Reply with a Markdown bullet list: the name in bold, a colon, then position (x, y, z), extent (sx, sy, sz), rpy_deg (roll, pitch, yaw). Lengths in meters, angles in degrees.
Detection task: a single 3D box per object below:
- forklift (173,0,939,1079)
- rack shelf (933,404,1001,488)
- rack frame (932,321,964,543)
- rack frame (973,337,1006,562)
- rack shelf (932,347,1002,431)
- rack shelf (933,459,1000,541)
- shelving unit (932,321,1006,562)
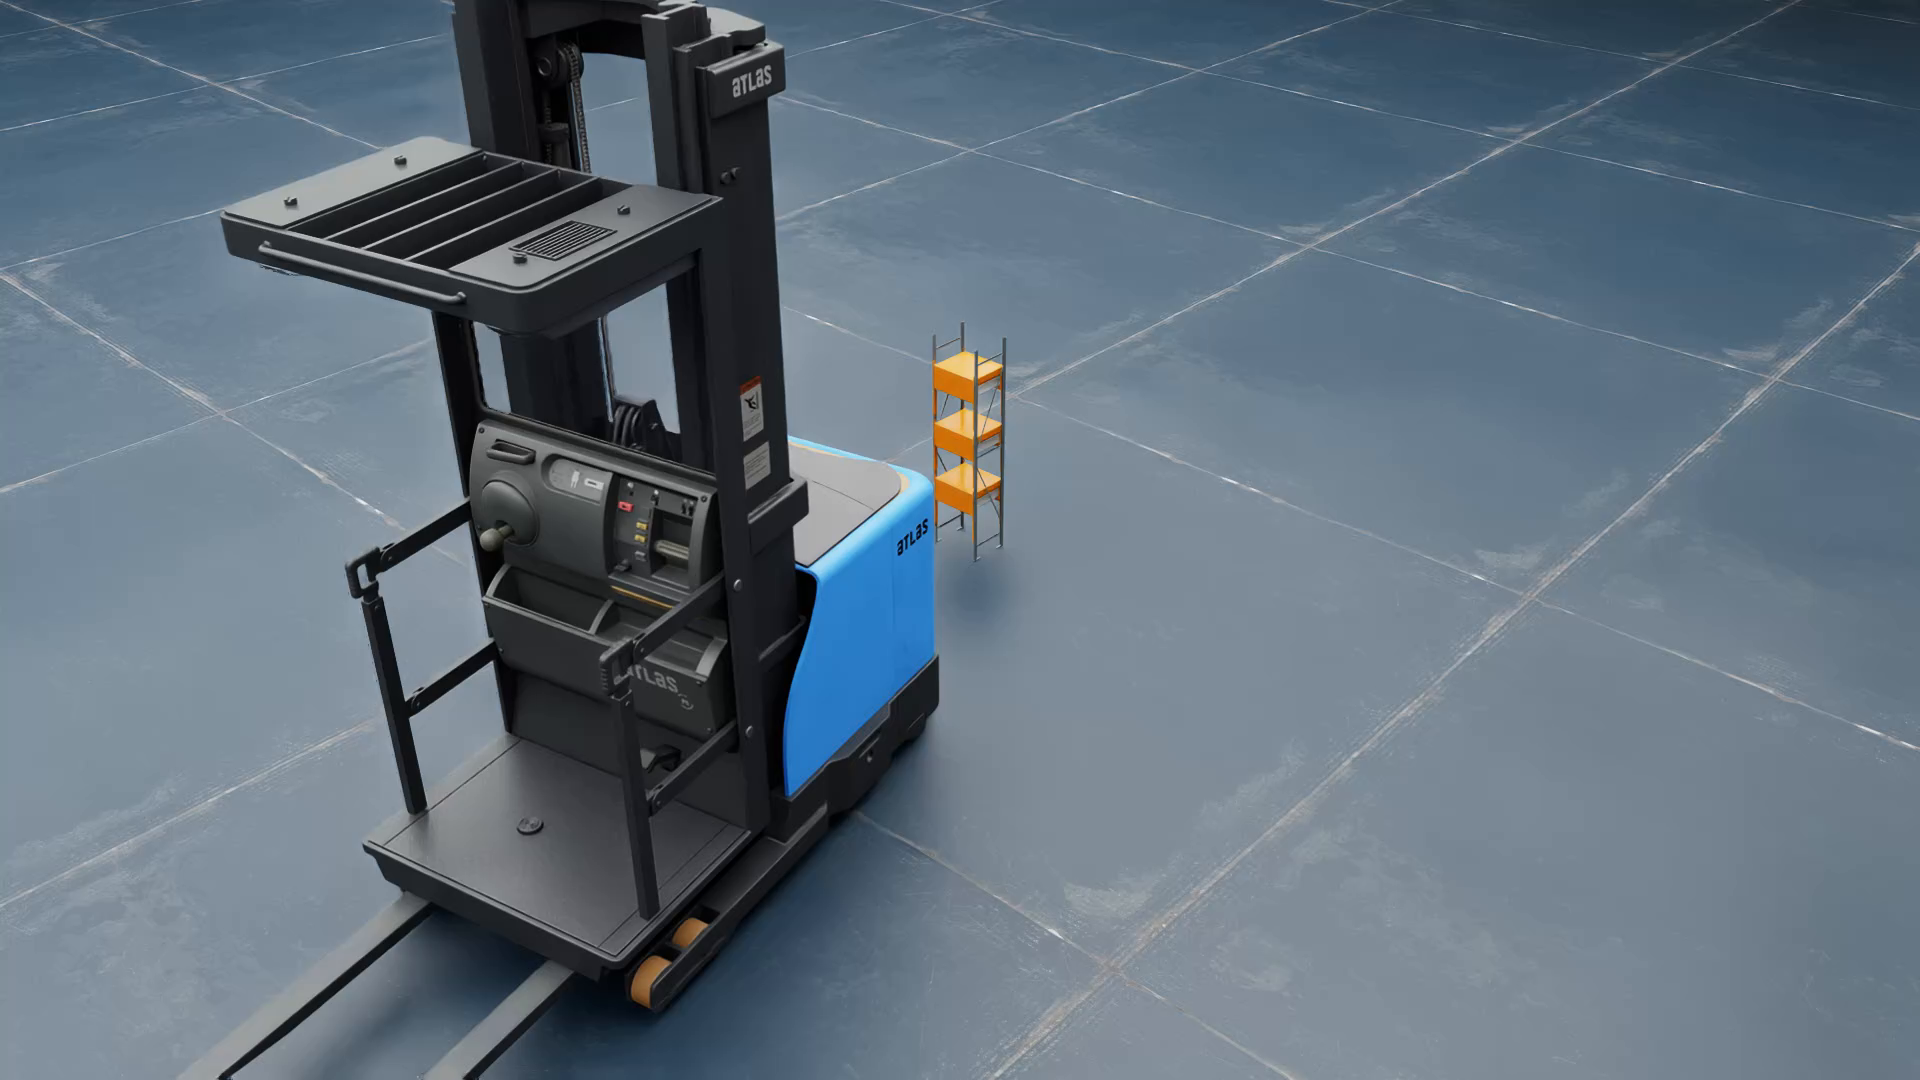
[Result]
- **forklift**: position (-1.254, -0.038, 4.972), extent (1.130, 2.935, 3.031), rpy_deg (17, 35, 25)
- **rack shelf**: position (0.040, -0.422, 7.454), extent (0.240, 0.259, 0.215), rpy_deg (25, 39, 35)
- **rack frame**: position (-0.051, -0.473, 7.519), extent (0.008, 1.050, 0.200), rpy_deg (25, 39, 35)
- **rack frame**: position (0.130, -0.389, 7.378), extent (0.008, 1.050, 0.200), rpy_deg (25, 39, 35)
- **rack shelf**: position (0.040, -0.665, 7.308), extent (0.240, 0.259, 0.215), rpy_deg (25, 39, 35)
- **rack shelf**: position (0.040, -0.184, 7.597), extent (0.240, 0.259, 0.215), rpy_deg (25, 39, 35)
- **shelving unit**: position (0.040, -0.431, 7.448), extent (0.252, 1.050, 0.215), rpy_deg (25, 39, 35)
